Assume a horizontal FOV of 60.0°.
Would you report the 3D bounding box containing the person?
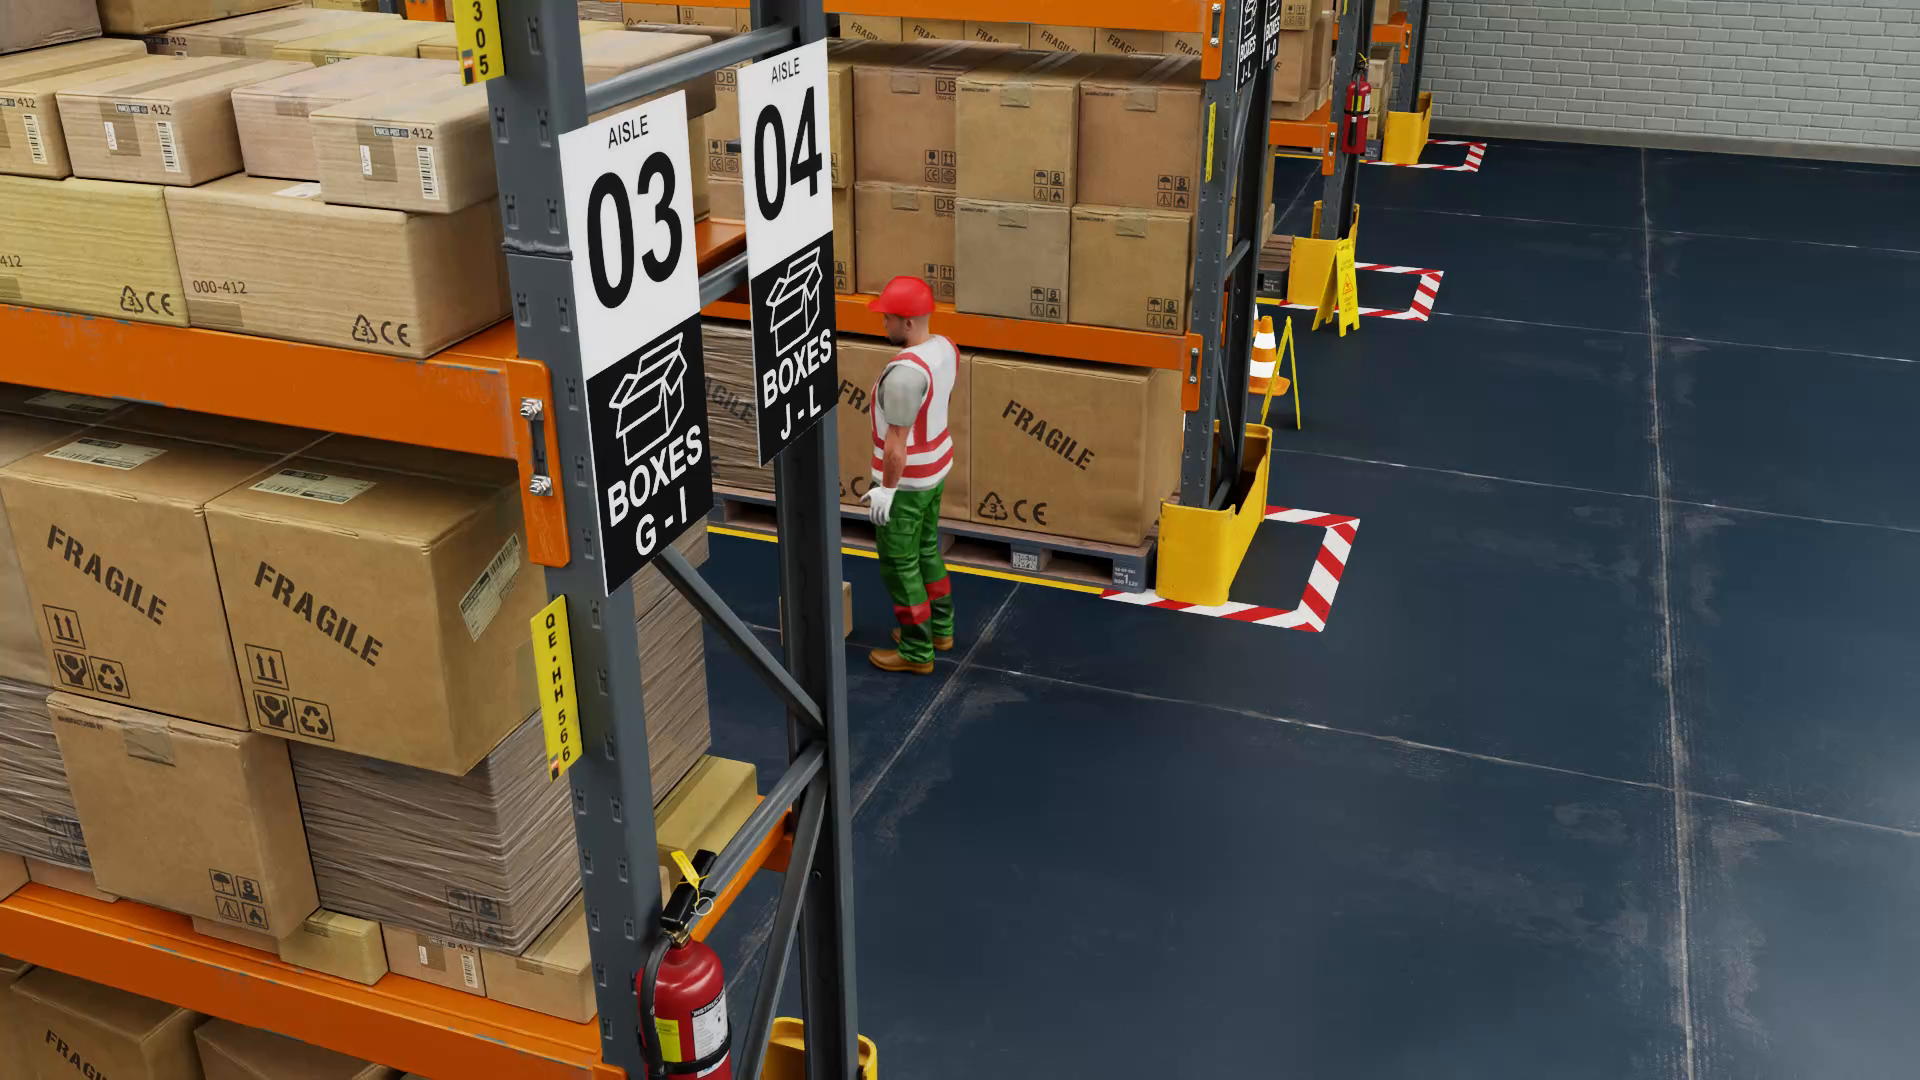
[{"bbox_3d":[-0.330,0.067,7.344,0.874,1.016,0.570,9,27,17],"label":"person"}]
